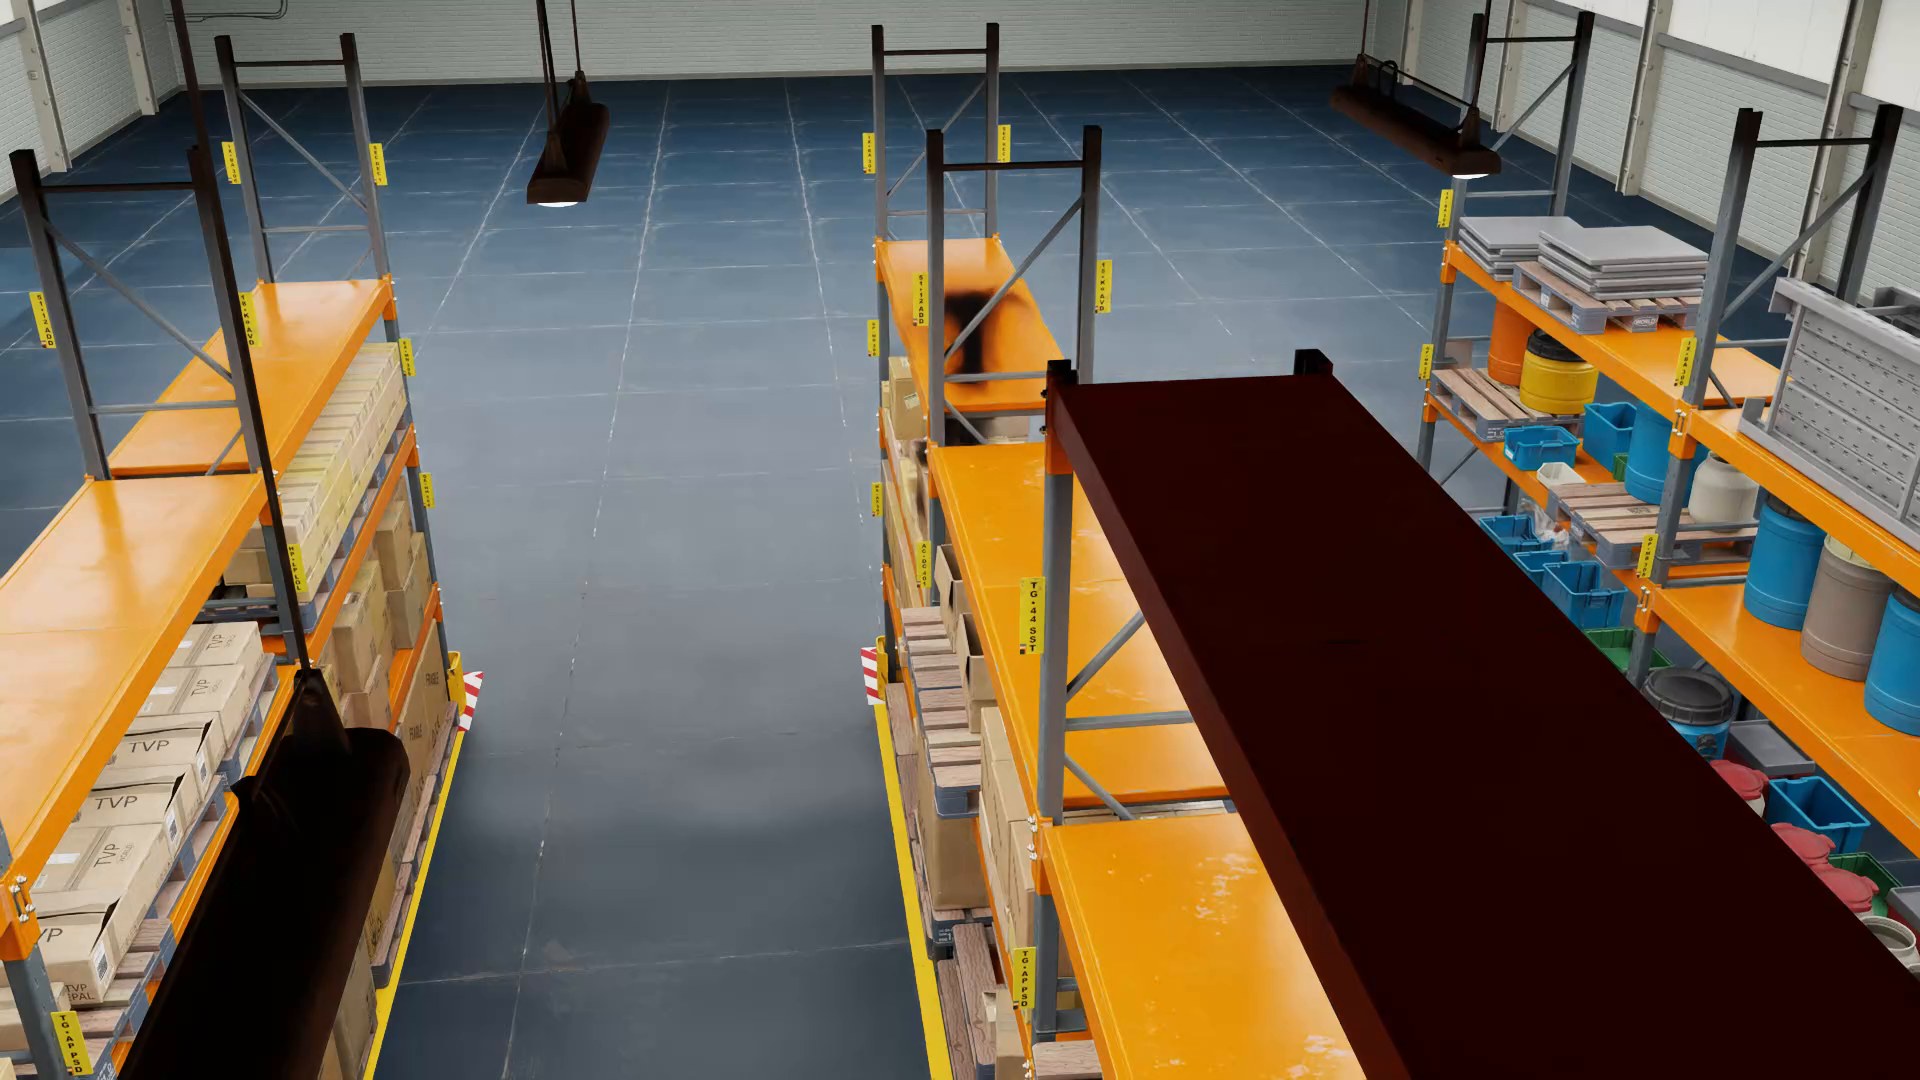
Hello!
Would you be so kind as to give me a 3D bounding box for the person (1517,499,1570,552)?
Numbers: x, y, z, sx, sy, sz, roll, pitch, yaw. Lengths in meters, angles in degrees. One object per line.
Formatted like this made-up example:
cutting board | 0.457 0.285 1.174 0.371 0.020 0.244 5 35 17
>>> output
person | 5.856 -0.007 16.498 0.864 1.819 0.584 19 31 34
